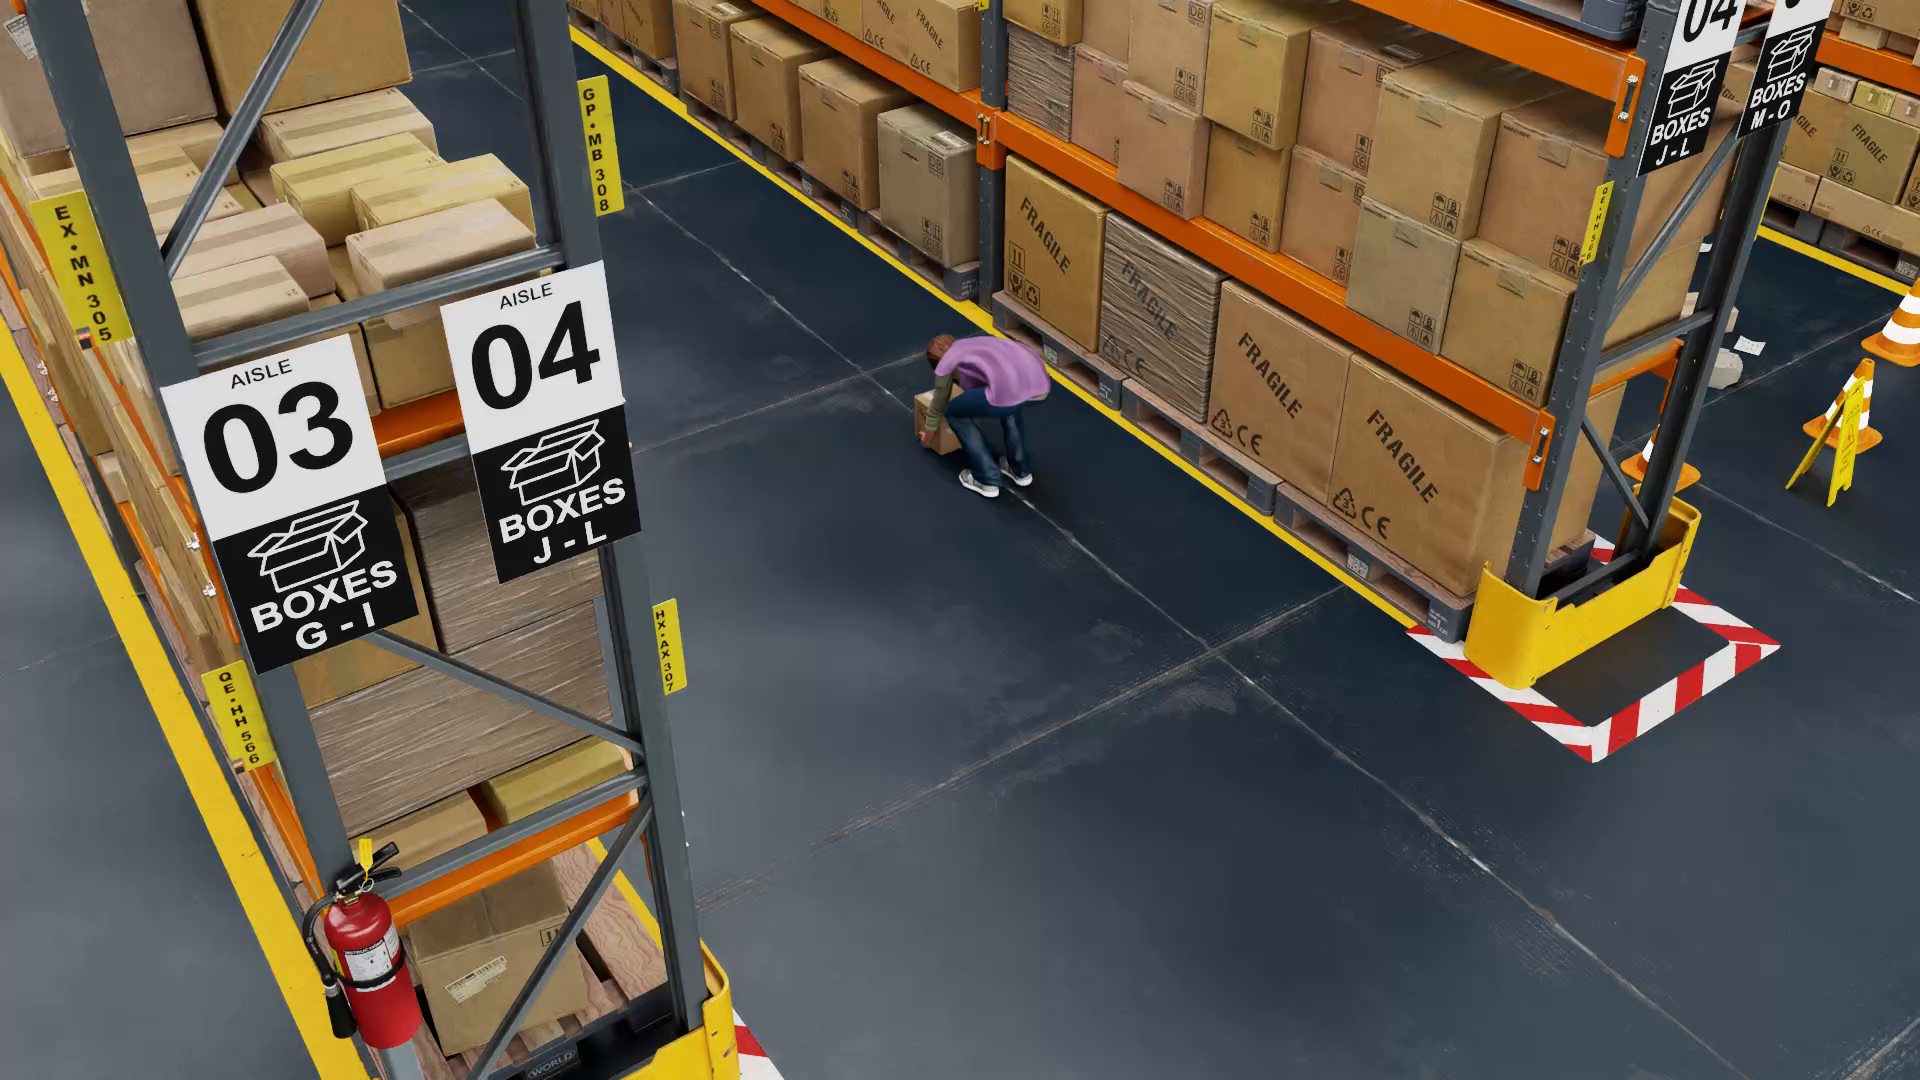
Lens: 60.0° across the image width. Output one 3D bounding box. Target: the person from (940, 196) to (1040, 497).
[{"bbox_3d":[0.155,-0.961,8.312,0.372,1.577,0.525,-24,43,-28],"label":"person"}]
